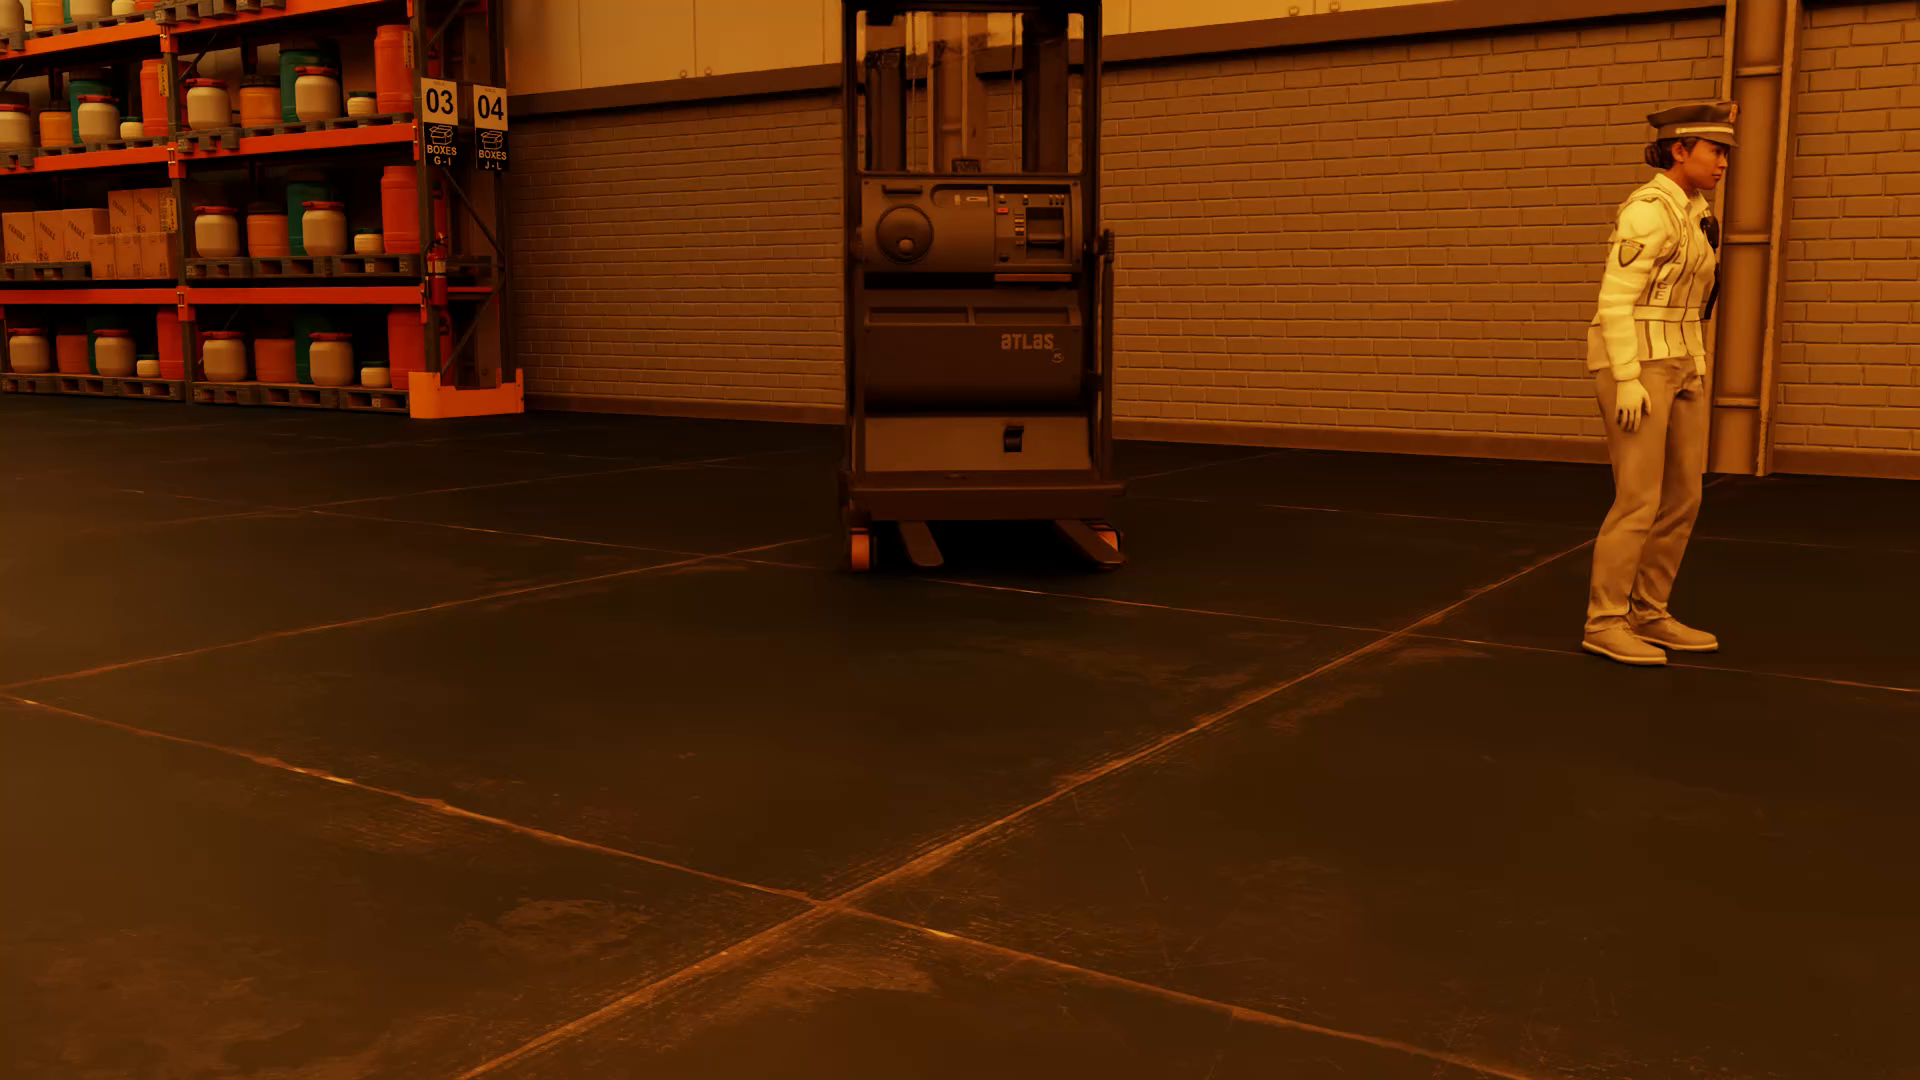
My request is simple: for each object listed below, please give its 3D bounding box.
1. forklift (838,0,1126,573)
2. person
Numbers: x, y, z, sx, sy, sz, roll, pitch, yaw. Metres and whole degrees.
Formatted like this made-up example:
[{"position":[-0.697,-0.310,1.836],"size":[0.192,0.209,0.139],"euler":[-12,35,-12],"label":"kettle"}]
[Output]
[{"position":[0.071,-1.364,6.784],"size":[1.130,2.935,3.031],"euler":[-1,8,-5],"label":"forklift"},{"position":[2.134,-0.479,5.082],"size":[0.529,1.663,0.374],"euler":[-7,11,-41],"label":"person"}]
